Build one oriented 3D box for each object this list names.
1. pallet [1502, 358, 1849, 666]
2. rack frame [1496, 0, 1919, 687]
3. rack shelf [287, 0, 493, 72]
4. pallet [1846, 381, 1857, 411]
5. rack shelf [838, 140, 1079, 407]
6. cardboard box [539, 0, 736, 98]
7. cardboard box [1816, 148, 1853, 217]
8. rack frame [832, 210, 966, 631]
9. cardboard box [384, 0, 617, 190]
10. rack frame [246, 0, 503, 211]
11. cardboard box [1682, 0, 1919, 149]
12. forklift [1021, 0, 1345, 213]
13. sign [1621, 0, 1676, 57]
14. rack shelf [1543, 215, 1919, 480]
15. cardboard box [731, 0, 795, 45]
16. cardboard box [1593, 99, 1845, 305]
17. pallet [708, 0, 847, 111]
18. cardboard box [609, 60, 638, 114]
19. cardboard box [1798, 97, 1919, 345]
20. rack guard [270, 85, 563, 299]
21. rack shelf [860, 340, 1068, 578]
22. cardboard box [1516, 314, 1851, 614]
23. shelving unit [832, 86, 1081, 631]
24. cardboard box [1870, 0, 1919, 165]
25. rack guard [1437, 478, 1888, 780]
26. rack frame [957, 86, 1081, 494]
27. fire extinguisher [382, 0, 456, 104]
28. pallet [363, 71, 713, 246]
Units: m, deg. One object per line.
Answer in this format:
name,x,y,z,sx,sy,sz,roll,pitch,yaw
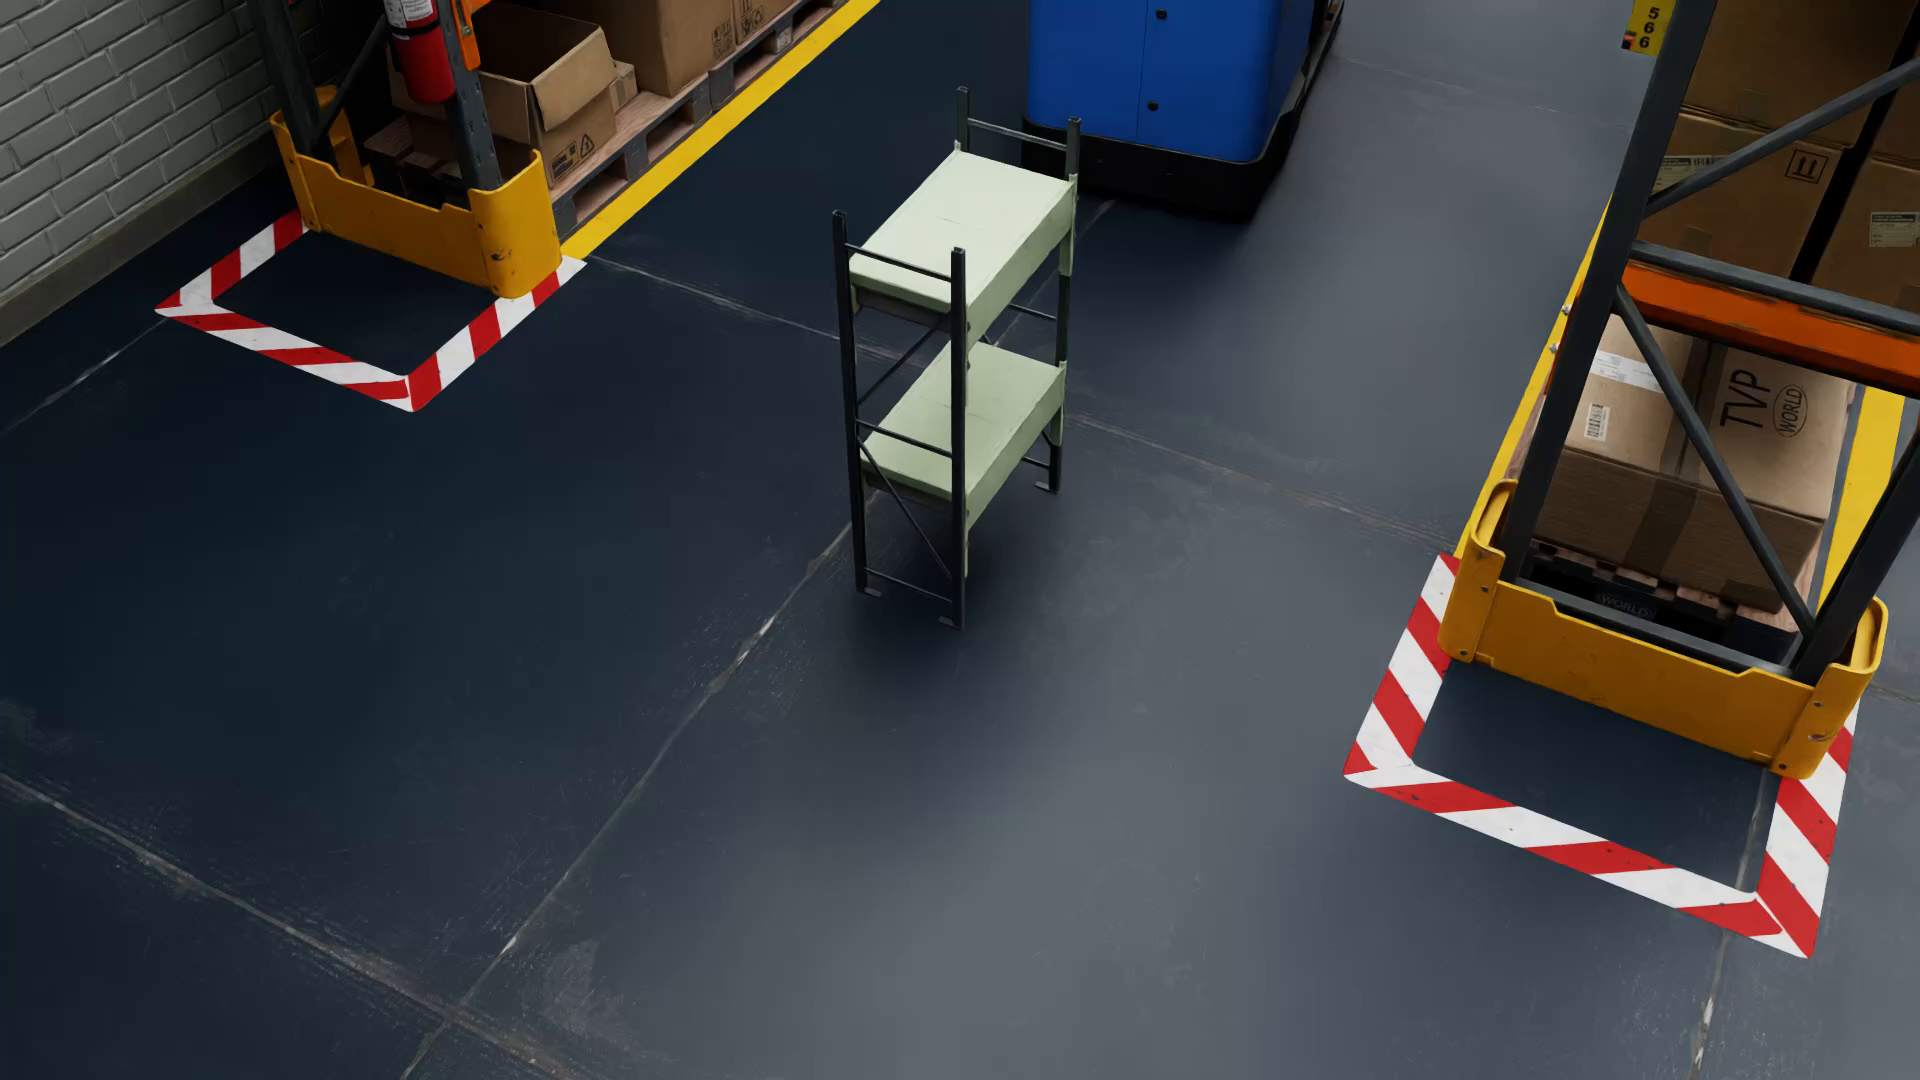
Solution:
pallet,2.443,-0.177,5.777,1.003,0.211,1.213,20,49,19
rack frame,2.141,-0.628,4.261,1.000,3.000,0.127,20,49,19
rack shelf,-1.329,-3.271,7.380,1.077,0.370,4.000,20,49,19
pallet,3.010,-0.943,6.533,1.003,0.211,1.213,20,49,19
rack shelf,0.003,-0.806,4.943,0.431,0.370,0.720,20,49,19
cardboard box,-1.458,-2.413,7.488,0.700,0.500,0.500,22,49,21
cardboard box,2.828,-1.198,4.755,0.500,0.500,0.500,20,49,19
rack frame,-0.167,-0.301,4.993,0.400,1.500,0.023,20,49,19
cardboard box,-1.889,-1.888,6.967,0.797,0.503,0.637,19,48,18
rack frame,-2.257,-2.264,5.879,1.000,3.000,0.127,20,49,19
cardboard box,2.154,-1.397,4.248,0.500,0.500,0.500,22,49,20
forklift,1.248,-3.476,7.125,1.130,2.935,3.031,14,47,14
sign,1.667,-1.306,3.951,0.100,0.325,0.005,20,49,19
rack shelf,3.069,-1.635,5.763,1.077,0.370,4.000,20,49,19
cardboard box,-1.124,-2.713,7.784,0.500,0.500,0.500,21,49,20
cardboard box,2.130,-1.054,4.613,0.500,0.500,0.500,21,49,19
pallet,-1.285,-2.600,8.171,1.003,0.211,1.213,20,49,19
cardboard box,-1.658,-2.019,7.345,0.380,0.149,0.250,19,48,18
cardboard box,2.618,-0.871,4.431,0.500,0.500,0.500,20,49,19
rack guard,-2.222,-1.433,6.815,1.175,0.500,0.348,20,49,19
rack shelf,0.003,-0.302,5.453,0.431,0.370,0.720,20,49,19
cardboard box,2.359,-0.324,5.467,0.875,0.438,0.875,19,48,18
shelving unit,0.003,-0.531,5.221,0.431,1.500,0.755,20,49,19
cardboard box,2.616,-1.223,4.076,0.500,0.500,0.500,19,48,18
rack guard,2.130,0.266,5.136,1.175,0.500,0.348,20,49,19
rack frame,0.173,-0.762,5.449,0.400,1.500,0.023,20,49,19
fire extinguisher,-1.916,-1.861,5.797,0.296,0.674,0.183,20,49,19
pallet,-1.853,-1.834,7.415,1.003,0.211,1.213,20,49,19
